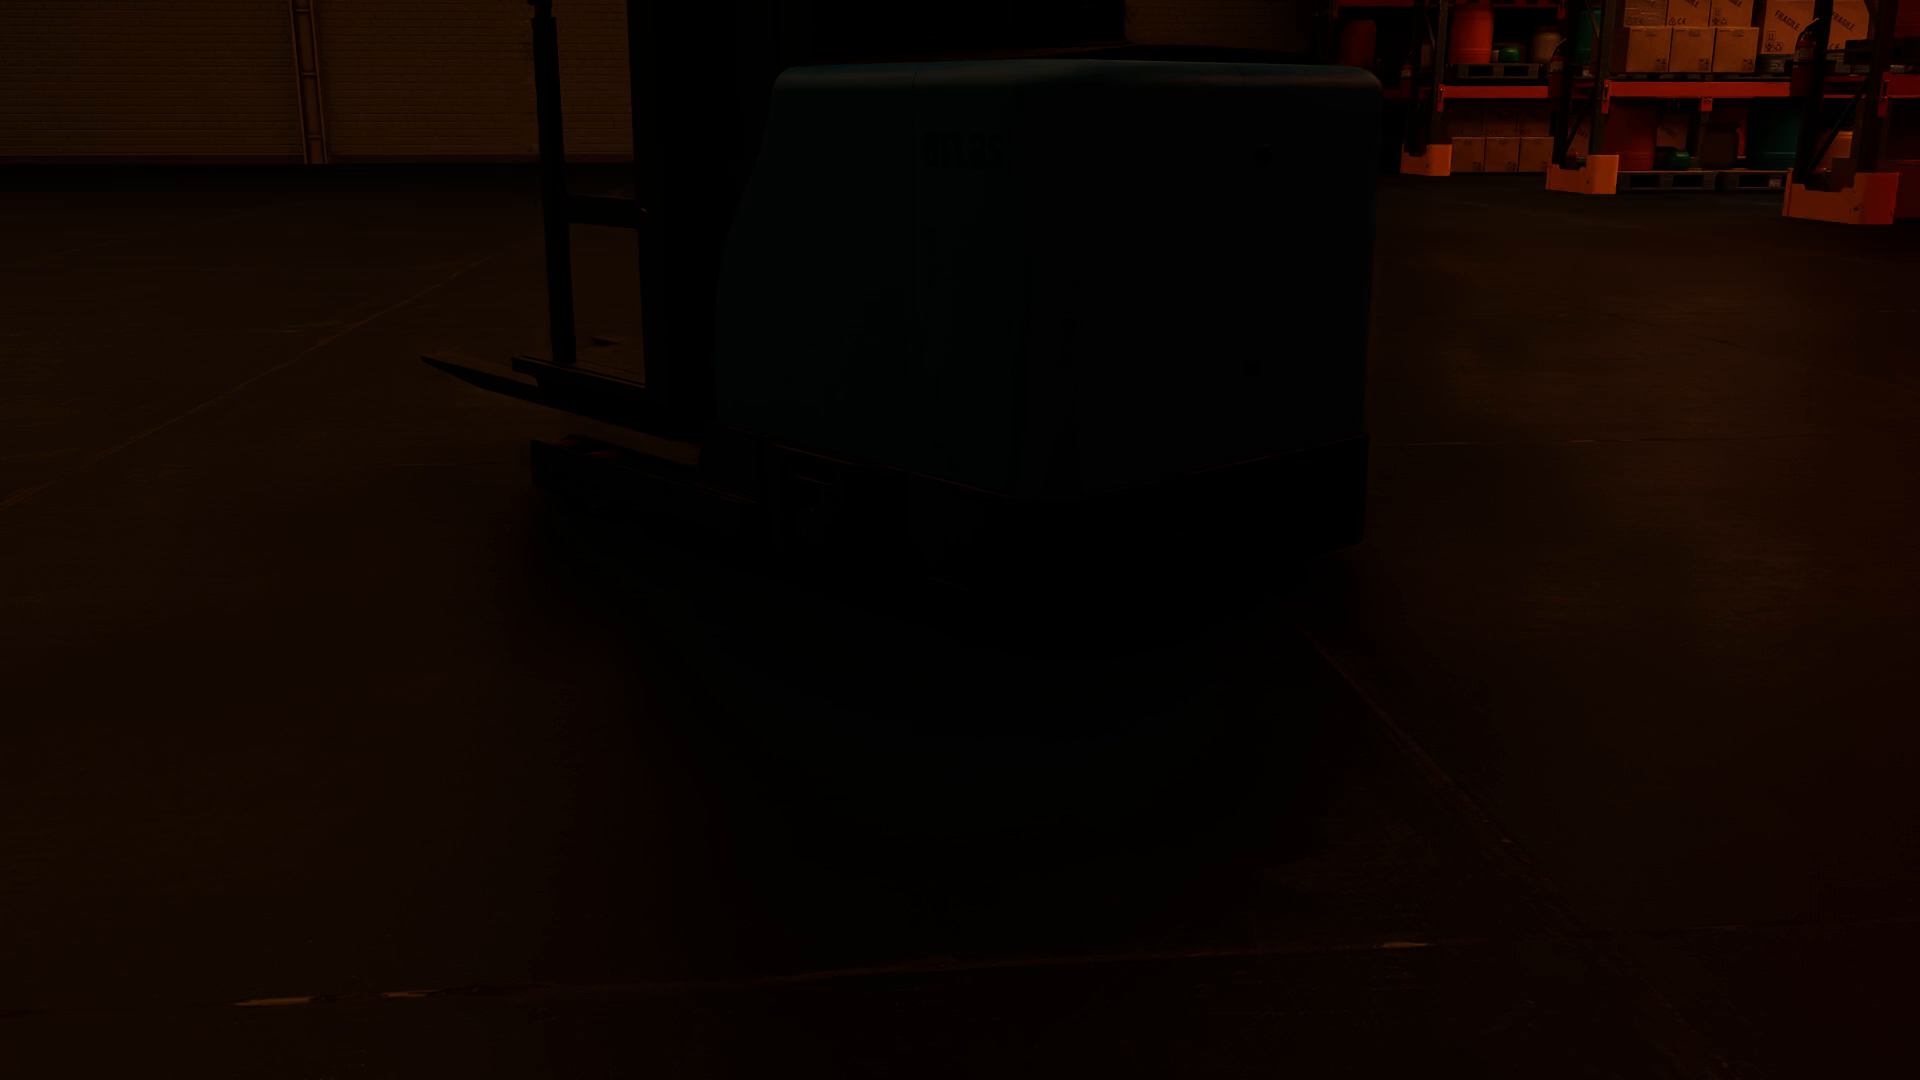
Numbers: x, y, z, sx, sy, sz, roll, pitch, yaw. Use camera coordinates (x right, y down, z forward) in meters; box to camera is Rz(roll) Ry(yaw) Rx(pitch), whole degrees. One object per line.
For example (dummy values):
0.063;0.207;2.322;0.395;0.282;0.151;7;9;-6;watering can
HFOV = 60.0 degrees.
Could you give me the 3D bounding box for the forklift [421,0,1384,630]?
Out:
-0.461;-1.555;4.085;1.130;2.935;3.031;-13;19;-40;forklift
